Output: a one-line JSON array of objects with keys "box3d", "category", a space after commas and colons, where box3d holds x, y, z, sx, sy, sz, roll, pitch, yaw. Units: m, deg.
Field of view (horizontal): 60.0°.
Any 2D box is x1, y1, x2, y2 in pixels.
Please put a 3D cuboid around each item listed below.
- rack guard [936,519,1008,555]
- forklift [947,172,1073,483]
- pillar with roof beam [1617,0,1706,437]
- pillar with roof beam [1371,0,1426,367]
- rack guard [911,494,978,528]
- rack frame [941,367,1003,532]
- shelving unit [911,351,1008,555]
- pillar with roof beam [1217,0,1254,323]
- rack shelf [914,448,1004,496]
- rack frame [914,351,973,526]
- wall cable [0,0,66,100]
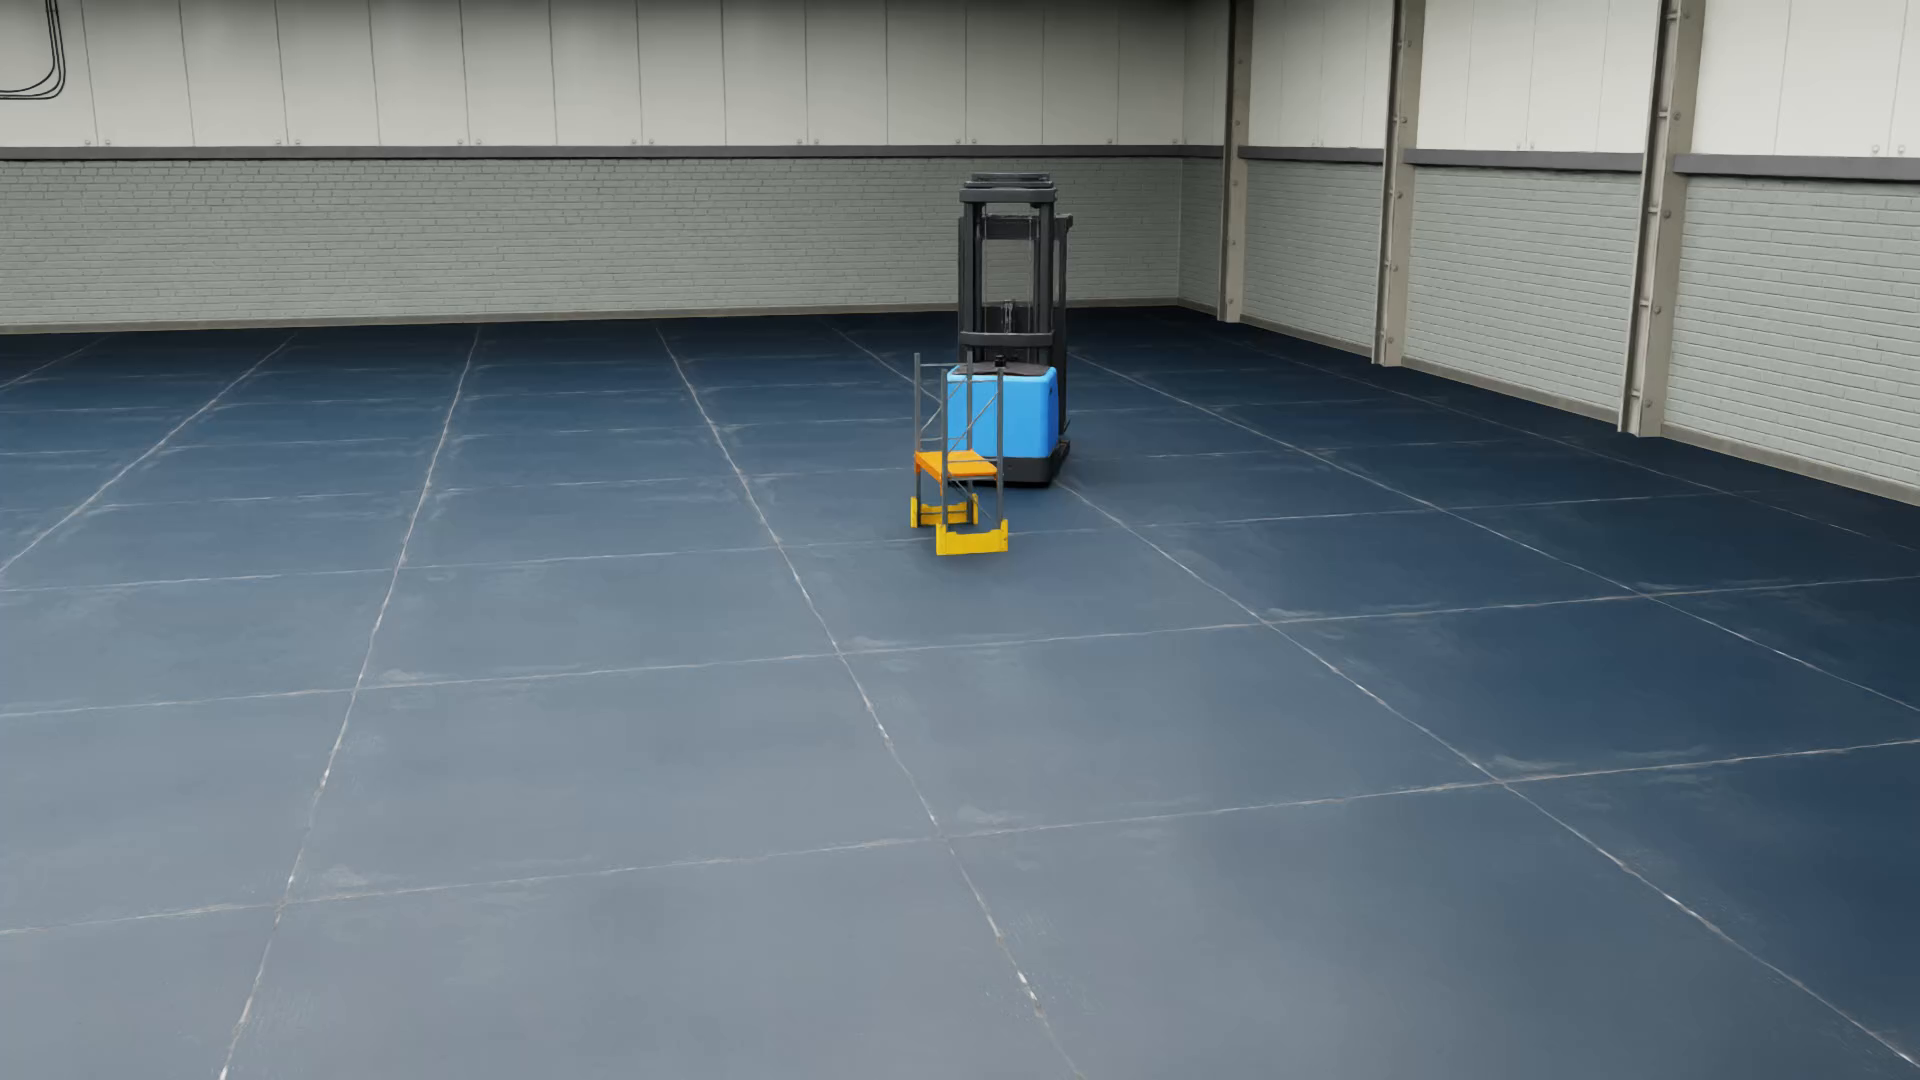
[{"box3d": [0.099, -0.024, 13.499, 0.587, 0.250, 0.087, -3, 14, -13], "category": "rack guard"}, {"box3d": [0.563, -2.275, 17.063, 1.130, 2.935, 3.031, 2, 14, 9], "category": "forklift"}, {"box3d": [3.523, -5.336, 16.808, 9.100, 9.000, 0.400, -3, 14, -13], "category": "pillar with roof beam"}, {"box3d": [2.114, -6.720, 22.473, 9.100, 9.000, 0.400, -3, 14, -13], "category": "pillar with roof beam"}, {"box3d": [-0.135, -0.254, 14.440, 0.587, 0.250, 0.087, -3, 14, -13], "category": "rack guard"}, {"box3d": [0.099, -0.631, 13.350, 0.500, 1.500, 0.032, -3, 14, -13], "category": "rack frame"}, {"box3d": [-0.018, -0.746, 13.821, 0.587, 1.500, 1.083, -3, 14, -13], "category": "shelving unit"}, {"box3d": [0.705, -8.104, 28.139, 9.100, 9.000, 0.400, -3, 14, -13], "category": "pillar with roof beam"}, {"box3d": [-0.020, -0.574, 13.872, 0.538, 0.185, 1.000, -3, 14, -13], "category": "rack shelf"}, {"box3d": [-0.139, -0.866, 14.310, 0.500, 1.500, 0.032, -3, 14, -13], "category": "rack frame"}, {"box3d": [-15.904, -9.519, 26.765, 2.305, 6.003, 0.169, -3, 14, -13], "category": "wall cable"}]
